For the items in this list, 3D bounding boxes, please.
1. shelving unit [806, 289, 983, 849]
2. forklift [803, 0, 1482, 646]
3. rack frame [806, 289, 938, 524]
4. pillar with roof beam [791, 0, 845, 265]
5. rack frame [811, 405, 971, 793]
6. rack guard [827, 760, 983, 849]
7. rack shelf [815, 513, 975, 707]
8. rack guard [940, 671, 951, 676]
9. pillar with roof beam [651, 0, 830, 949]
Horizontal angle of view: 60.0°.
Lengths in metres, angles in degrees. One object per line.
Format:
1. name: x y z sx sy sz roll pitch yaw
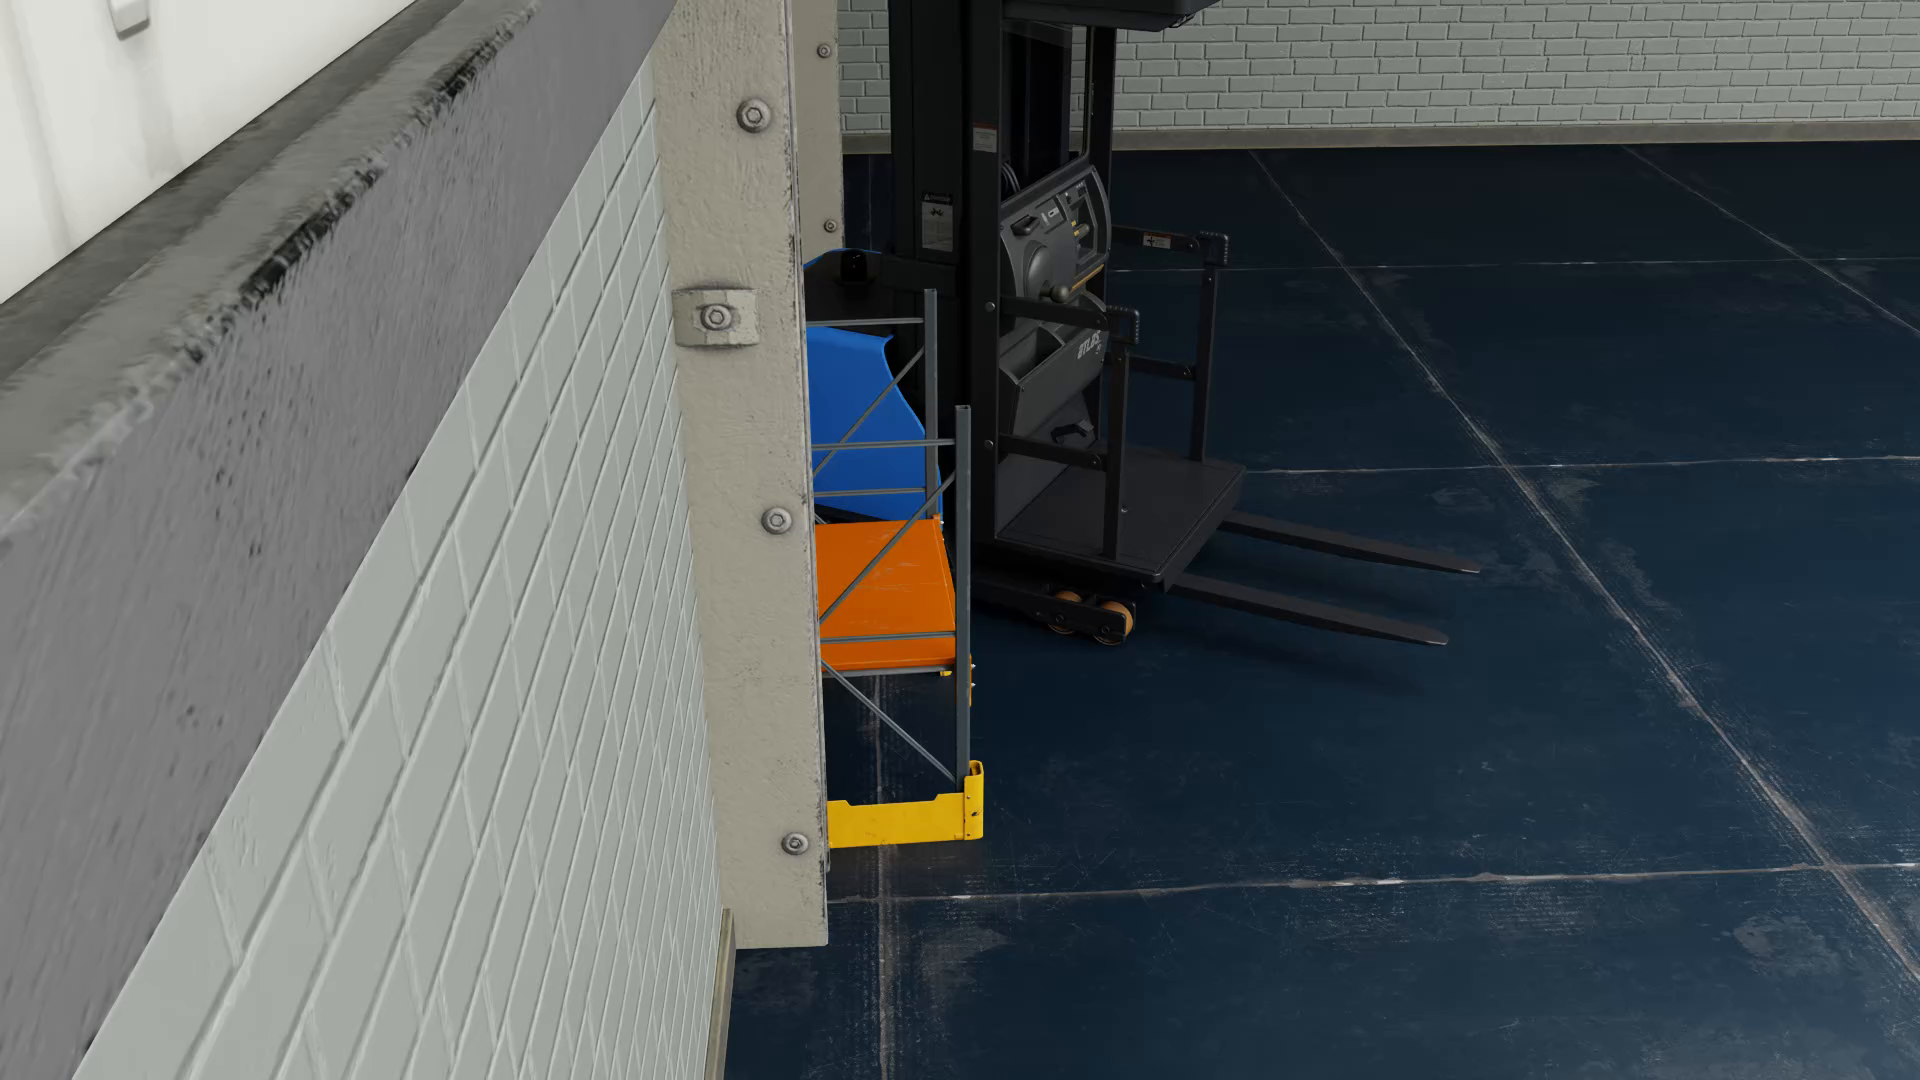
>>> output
1. shelving unit: -0.273 0.070 5.494 0.587 1.500 1.083 -3 28 -5
2. forklift: 0.557 -1.171 6.326 3.031 2.935 1.130 13 30 23
3. rack frame: -0.329 -0.168 5.950 0.500 1.500 0.032 -3 28 -5
4. pillar with roof beam: 3.428 -5.748 8.540 9.100 9.000 0.400 -1 28 -3
5. rack frame: -0.220 0.299 5.054 0.500 1.500 0.032 -3 28 -5
6. rack guard: -0.220 0.853 5.344 0.587 0.250 0.087 -3 28 -5
7. rack shelf: -0.274 0.225 5.585 0.538 0.185 1.000 -3 28 -5
8. rack guard: -0.327 0.395 6.222 0.587 0.250 0.087 -3 28 -5
9. pillar with roof beam: 3.741 -2.977 3.227 9.100 9.000 0.400 -1 28 -3
